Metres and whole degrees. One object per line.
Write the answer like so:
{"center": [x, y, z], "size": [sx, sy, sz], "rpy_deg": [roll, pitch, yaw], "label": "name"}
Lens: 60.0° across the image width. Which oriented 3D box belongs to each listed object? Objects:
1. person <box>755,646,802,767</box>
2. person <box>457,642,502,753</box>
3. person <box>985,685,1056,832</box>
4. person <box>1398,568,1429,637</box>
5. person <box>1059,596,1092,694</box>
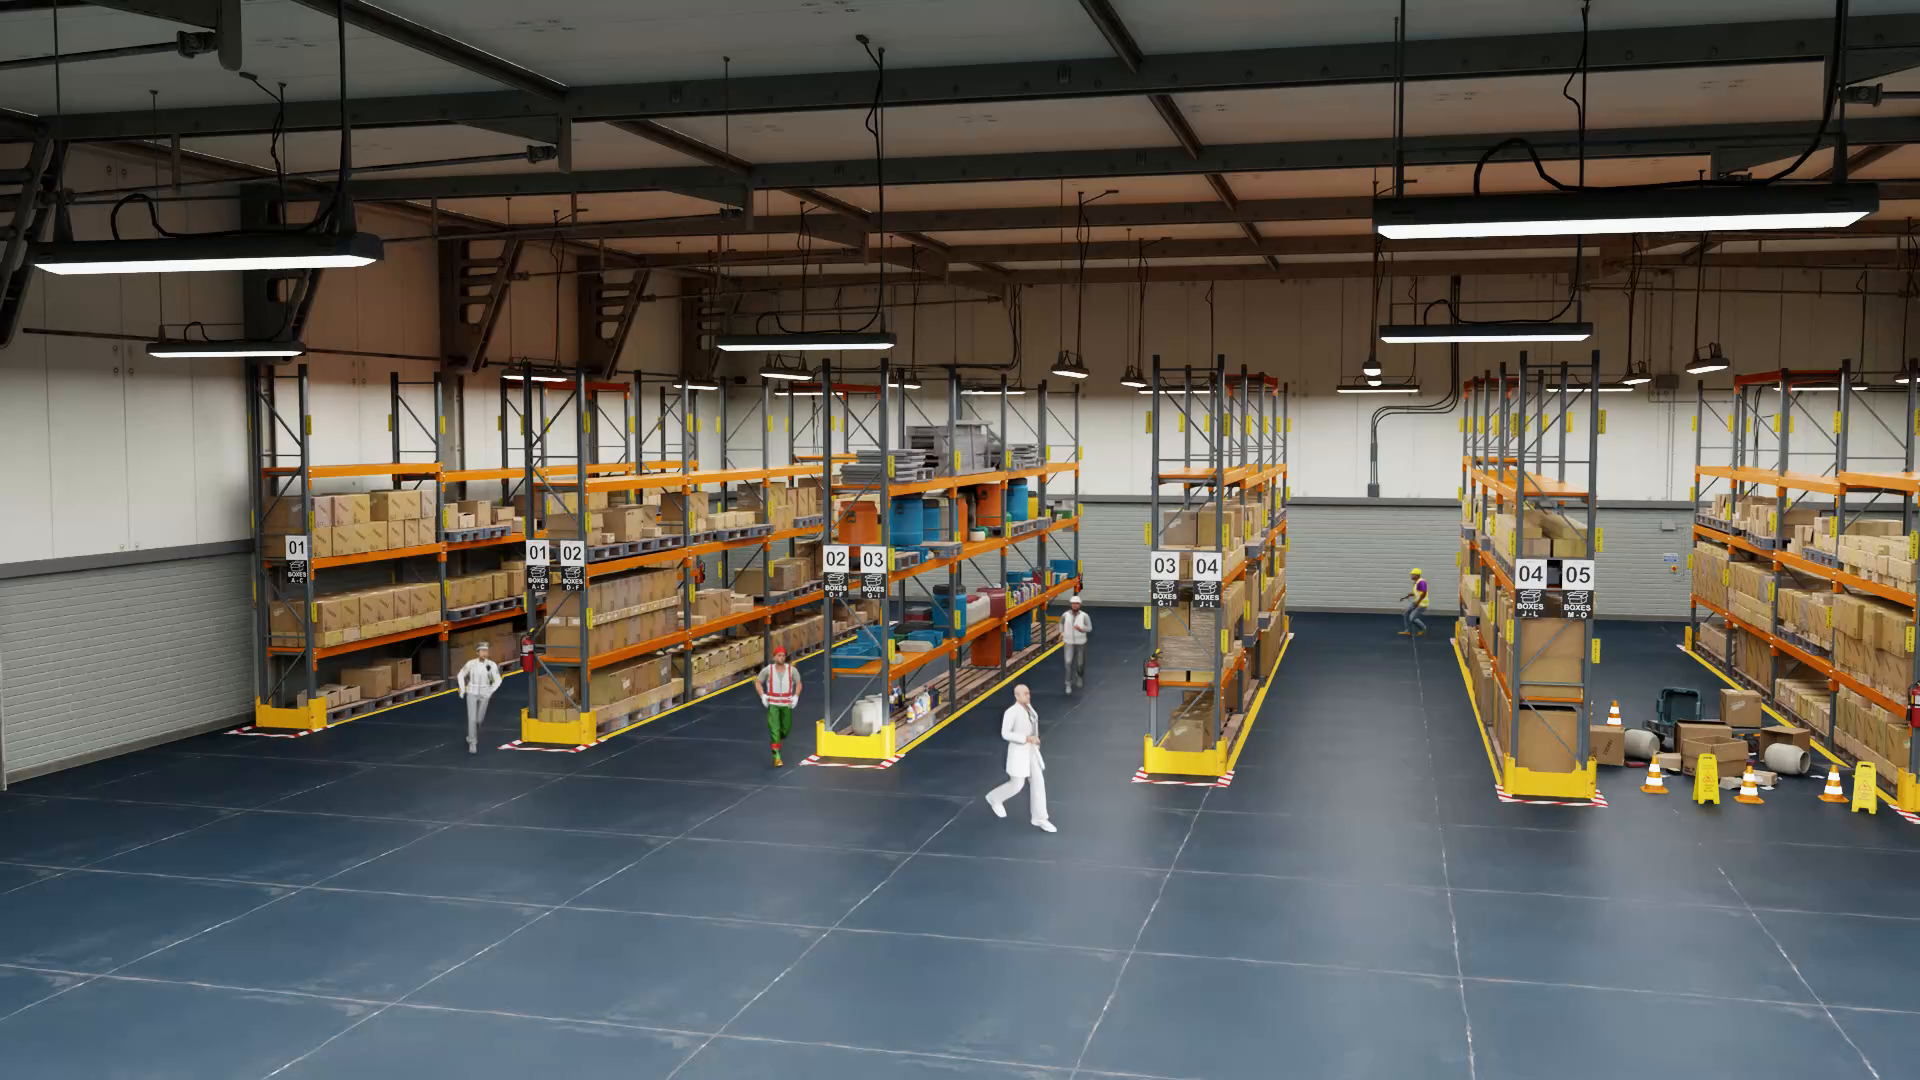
{"center": [-2.685, 2.437, 24.652], "size": [0.697, 1.751, 0.748], "rpy_deg": [-1, 4, -16], "label": "person"}
{"center": [-7.434, 2.412, 25.743], "size": [0.655, 1.677, 0.682], "rpy_deg": [-1, 4, -21], "label": "person"}
{"center": [0.761, 2.685, 20.682], "size": [1.043, 1.790, 0.710], "rpy_deg": [3, 5, 41], "label": "person"}
{"center": [10.772, 1.476, 39.317], "size": [0.551, 1.627, 0.913], "rpy_deg": [0, 4, -6], "label": "person"}
{"center": [2.152, 1.939, 31.156], "size": [0.645, 1.783, 0.906], "rpy_deg": [1, 4, 8], "label": "person"}
